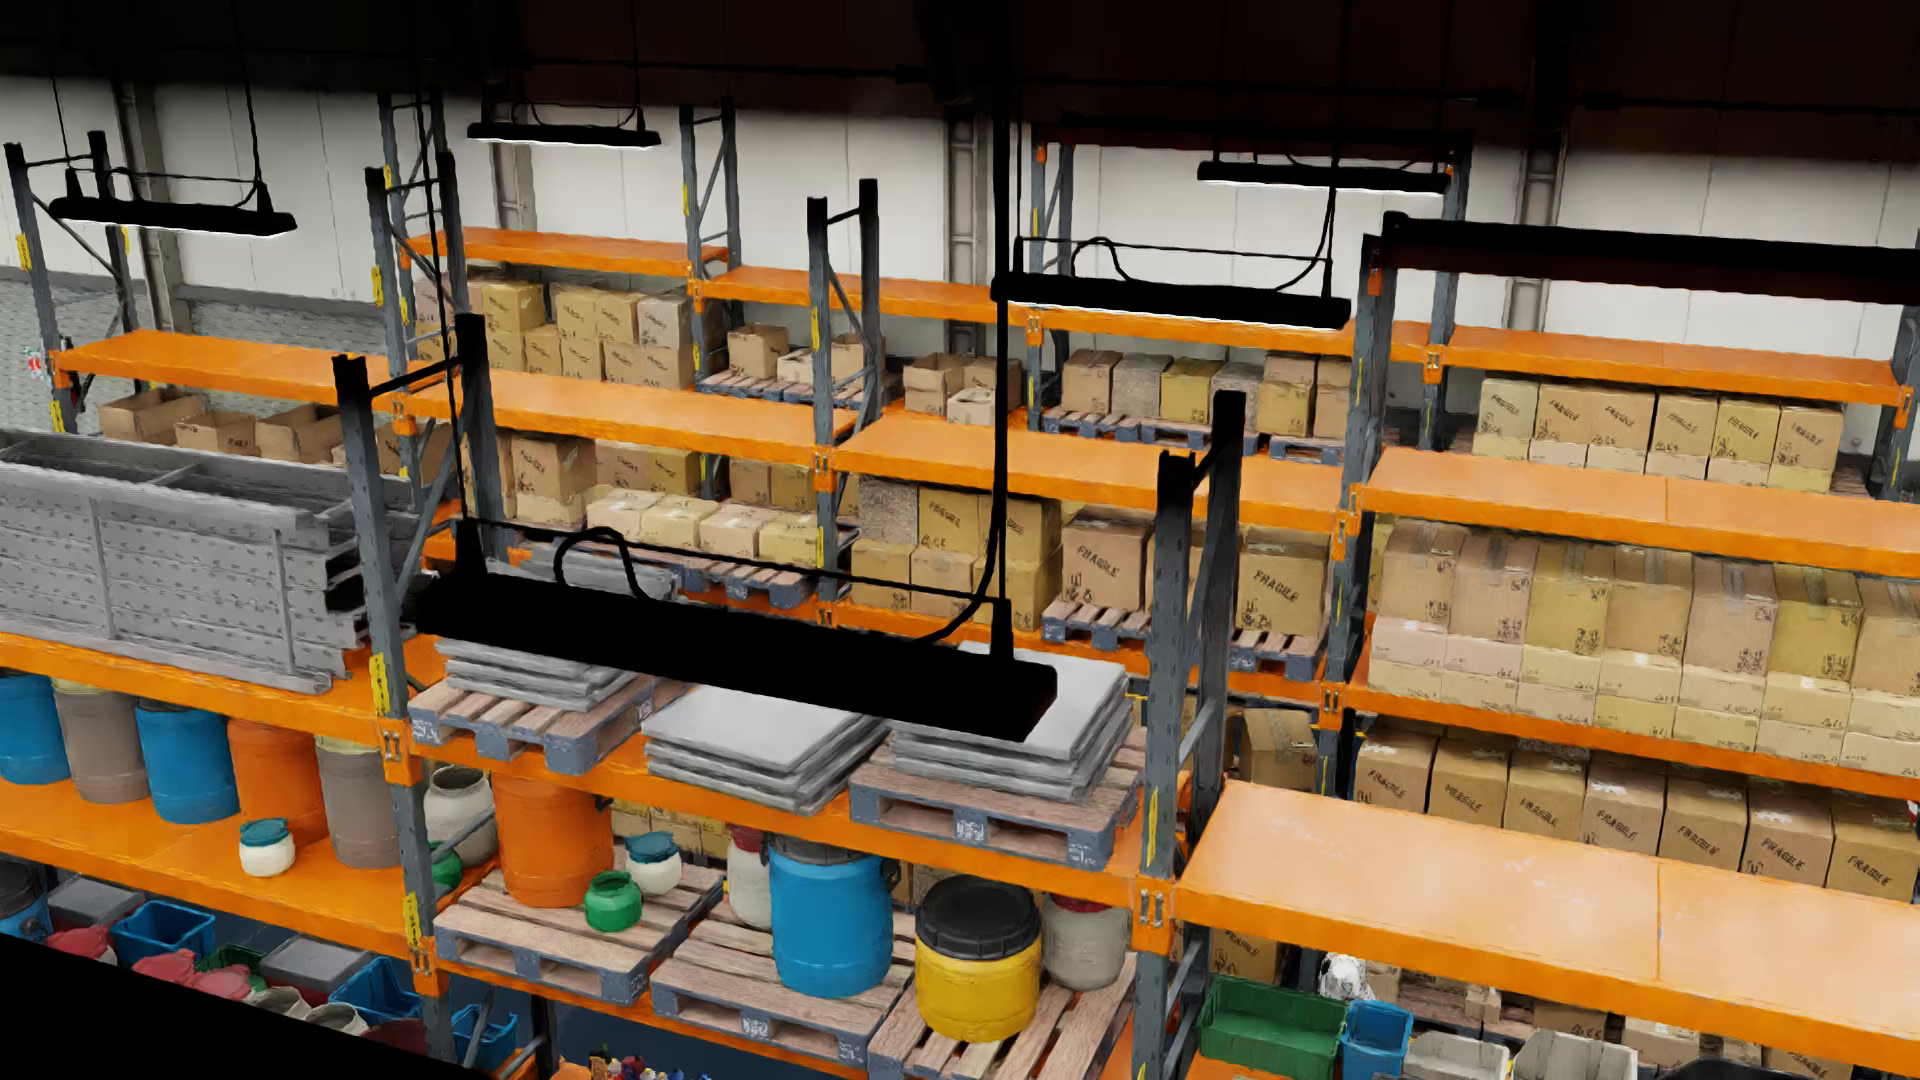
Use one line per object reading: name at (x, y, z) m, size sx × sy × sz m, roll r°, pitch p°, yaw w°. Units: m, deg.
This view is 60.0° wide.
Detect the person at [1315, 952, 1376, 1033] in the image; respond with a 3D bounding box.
person at (2.656, 3.276, 11.528) m, size 1.090 × 1.583 × 0.497 m, roll 9°, pitch 23°, yaw 22°
